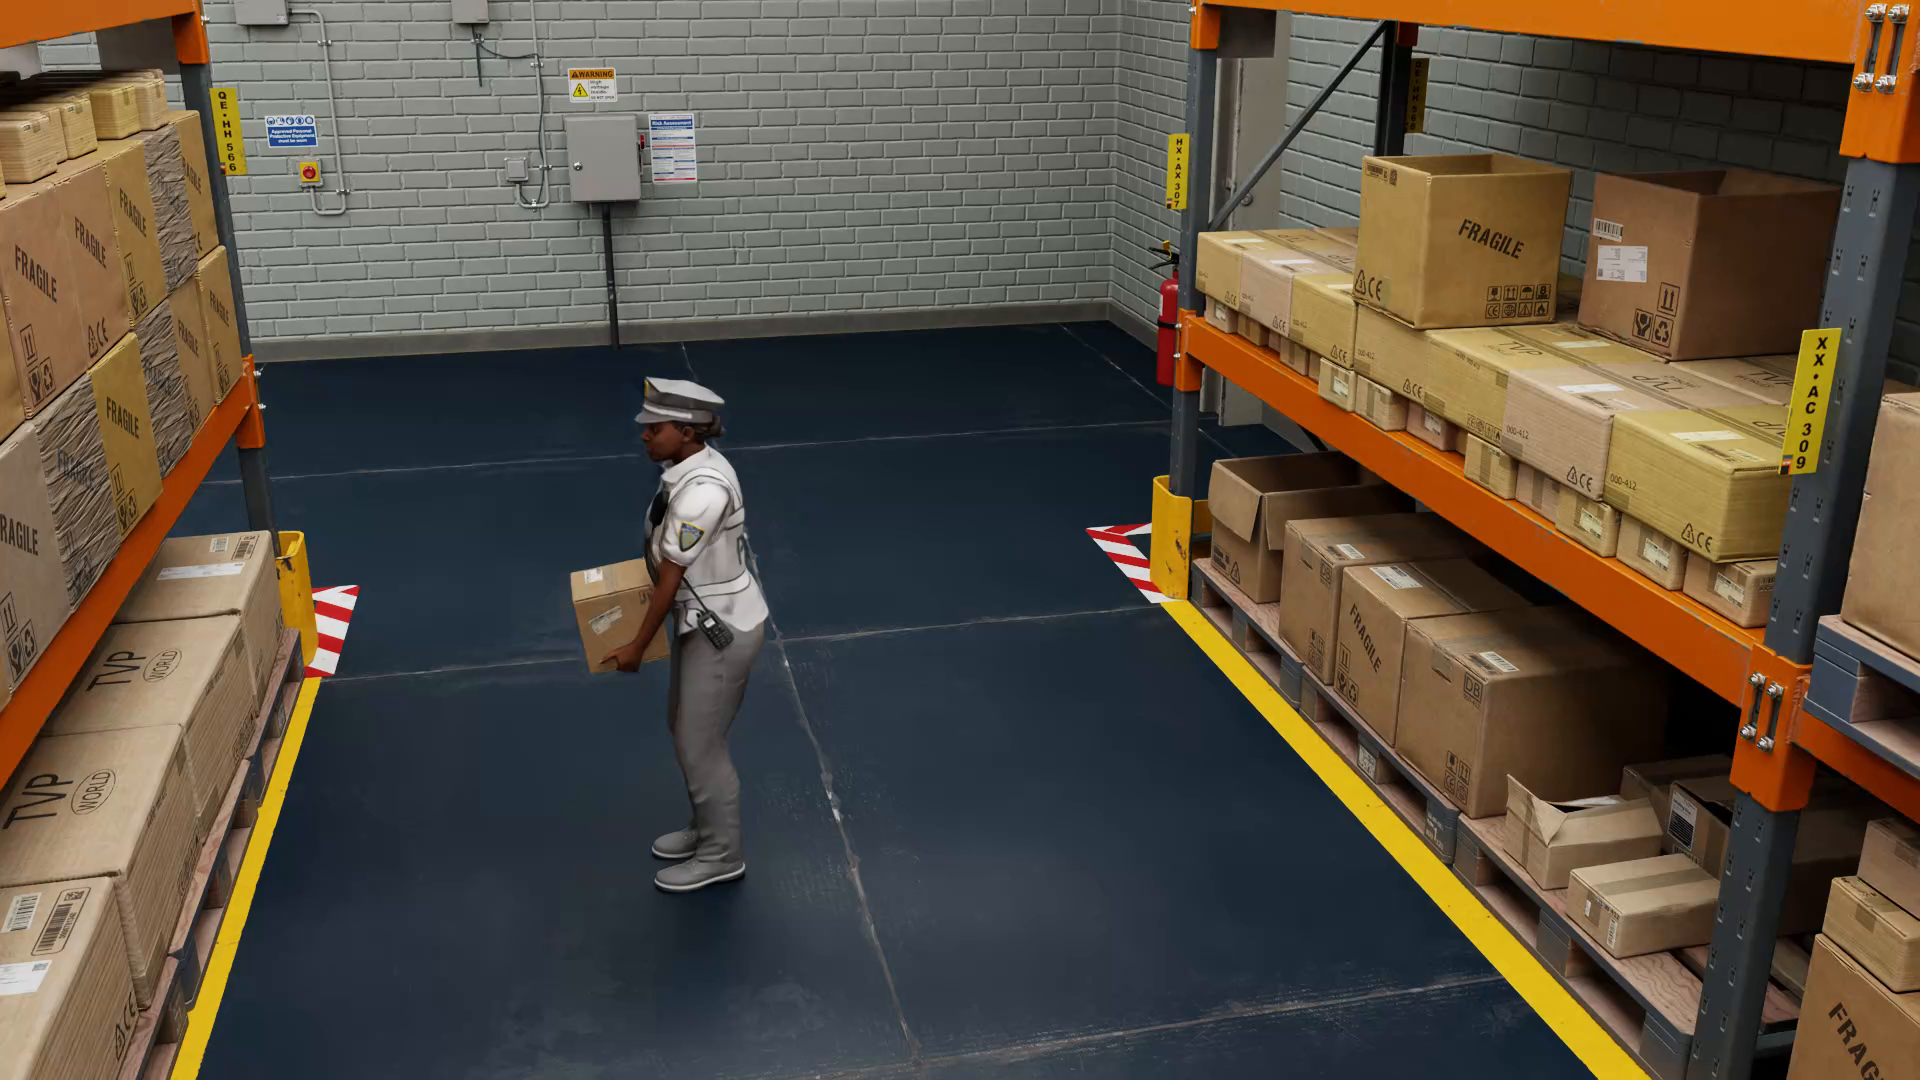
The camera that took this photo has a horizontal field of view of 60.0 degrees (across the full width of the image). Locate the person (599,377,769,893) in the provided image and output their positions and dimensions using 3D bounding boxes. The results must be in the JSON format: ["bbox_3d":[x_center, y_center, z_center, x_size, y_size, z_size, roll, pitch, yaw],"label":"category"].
[{"bbox_3d":[-0.871,0.298,5.233,0.533,1.678,0.416,-5,20,-13],"label":"person"}]
